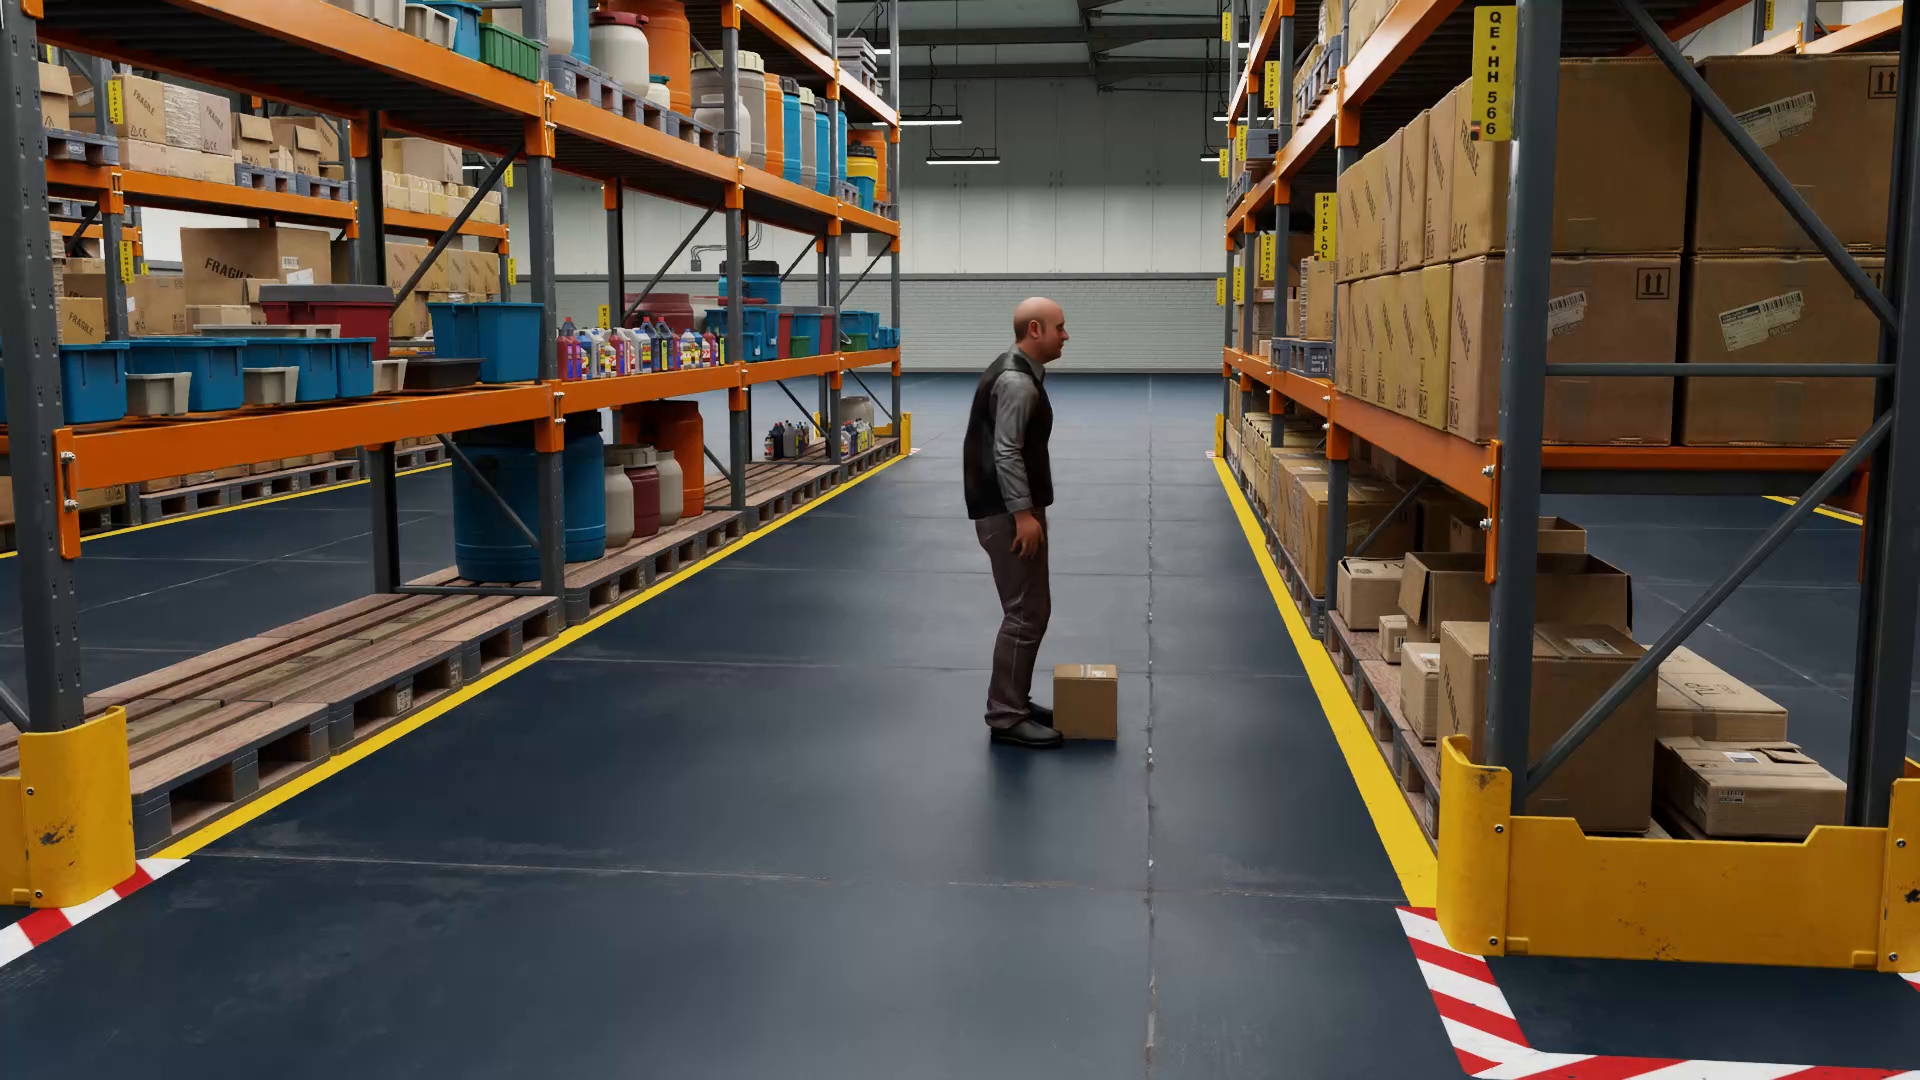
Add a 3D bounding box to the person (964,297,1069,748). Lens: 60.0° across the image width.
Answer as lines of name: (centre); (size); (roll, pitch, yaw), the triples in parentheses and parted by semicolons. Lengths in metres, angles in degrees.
person: (0.220, -0.088, 6.548); (0.414, 1.721, 0.580); (1, 8, 6)
